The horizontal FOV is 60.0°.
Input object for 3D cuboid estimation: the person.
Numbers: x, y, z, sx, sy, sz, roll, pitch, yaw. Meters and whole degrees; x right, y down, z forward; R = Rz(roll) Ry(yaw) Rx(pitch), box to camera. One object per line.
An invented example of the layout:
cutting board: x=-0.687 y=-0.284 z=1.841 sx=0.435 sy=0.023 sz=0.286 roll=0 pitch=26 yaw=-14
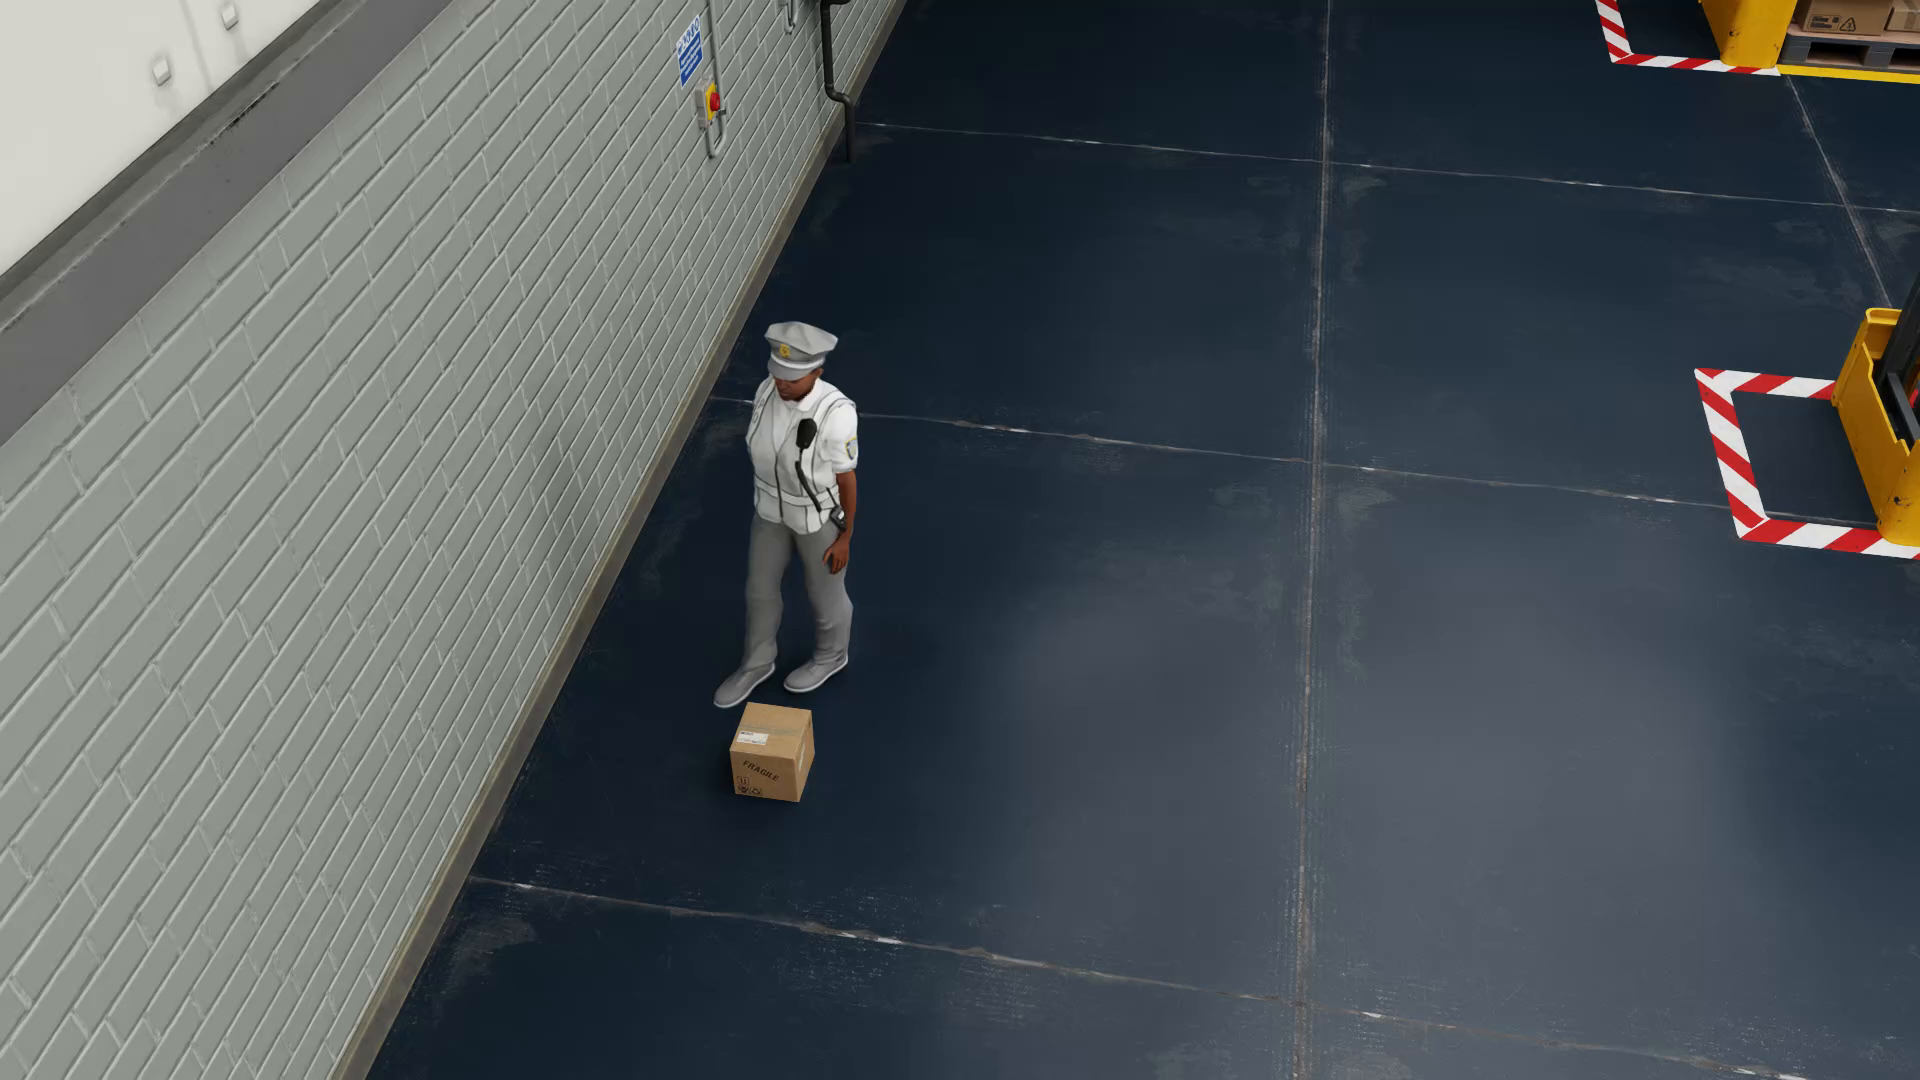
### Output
person: x=-0.659 y=-0.042 z=6.187 sx=0.512 sy=1.689 sz=0.526 roll=22 pitch=45 yaw=23
